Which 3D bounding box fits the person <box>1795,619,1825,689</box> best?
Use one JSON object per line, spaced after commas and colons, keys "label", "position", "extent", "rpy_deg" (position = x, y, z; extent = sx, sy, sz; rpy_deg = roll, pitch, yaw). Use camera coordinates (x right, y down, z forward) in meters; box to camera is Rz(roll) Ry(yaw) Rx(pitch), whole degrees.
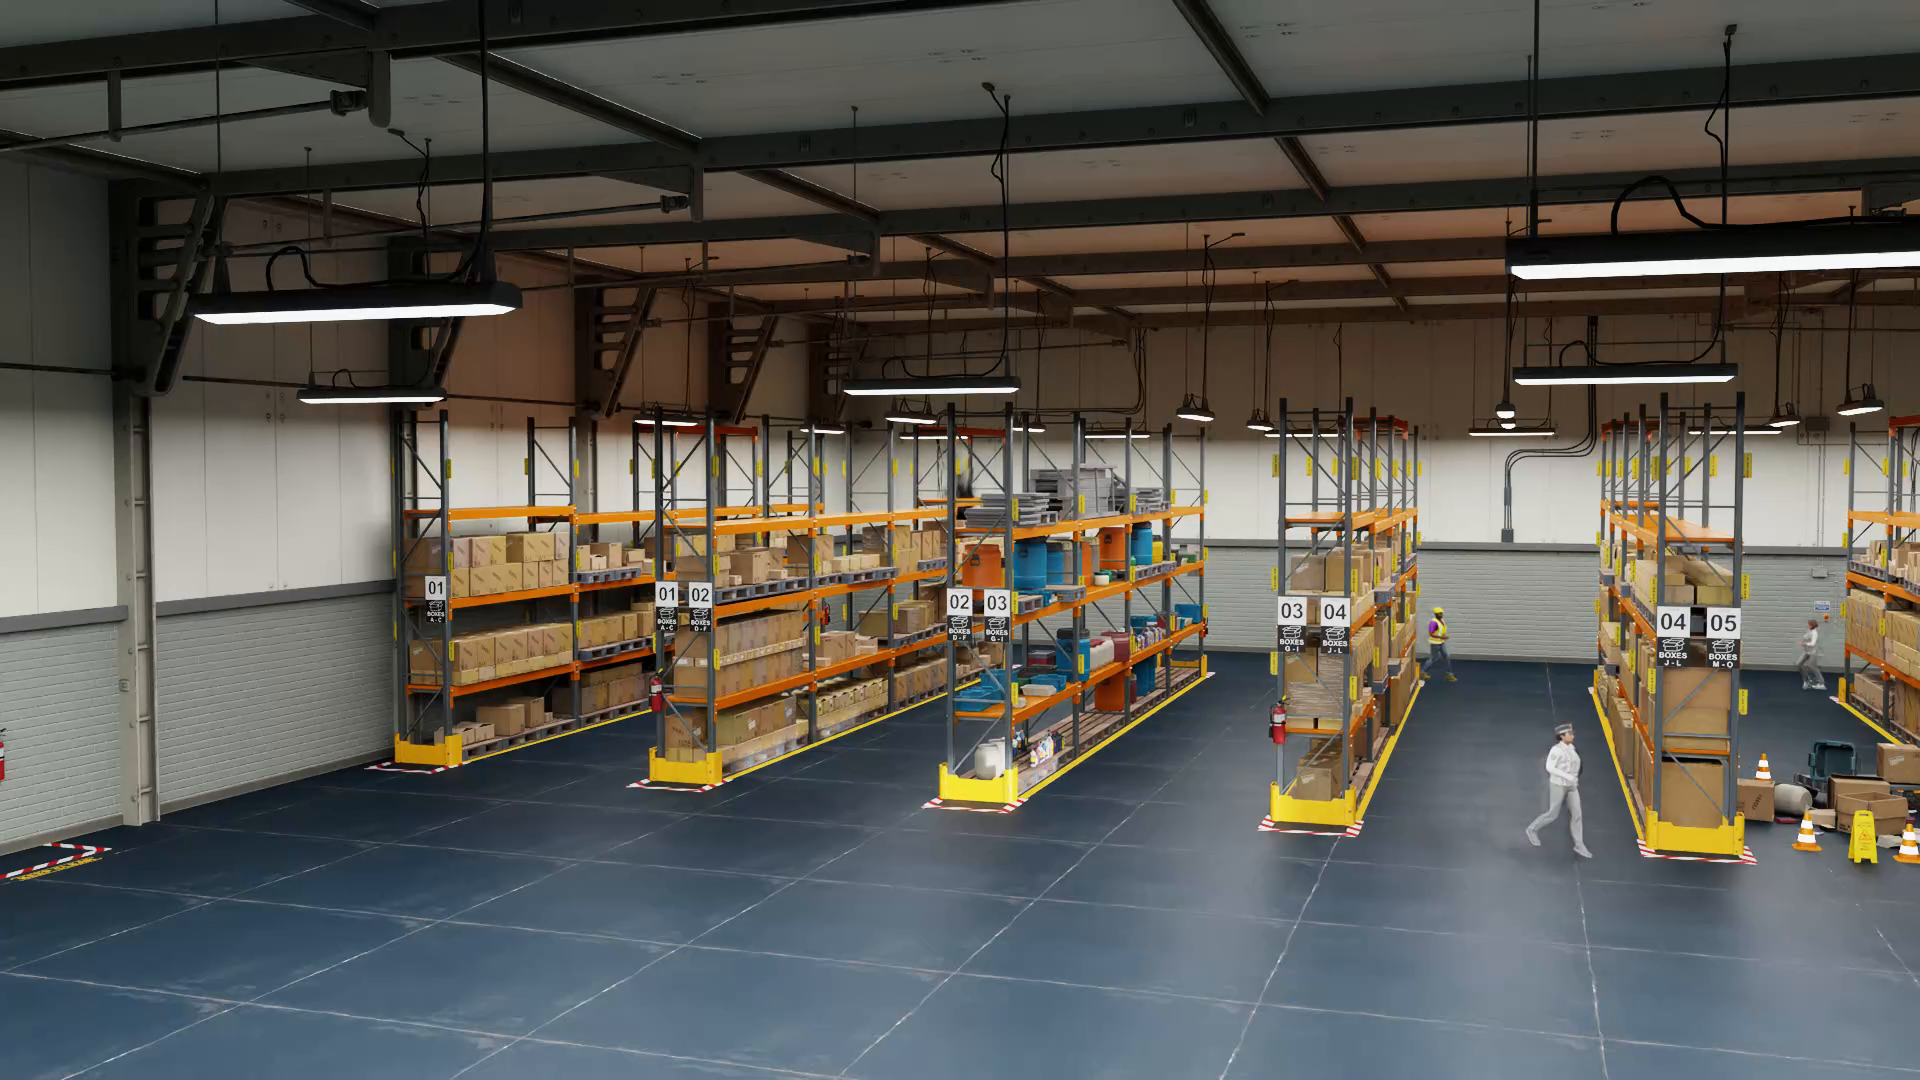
{"label": "person", "position": [19.217, 2.590, 37.598], "extent": [0.671, 1.604, 0.504], "rpy_deg": [0, 2, -2]}

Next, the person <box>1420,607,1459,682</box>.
{"label": "person", "position": [11.203, 2.440, 39.081], "extent": [0.740, 1.766, 0.871], "rpy_deg": [-2, 3, -44]}

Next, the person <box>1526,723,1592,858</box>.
{"label": "person", "position": [7.865, 3.219, 21.652], "extent": [0.656, 1.692, 0.947], "rpy_deg": [-2, 3, -35]}
